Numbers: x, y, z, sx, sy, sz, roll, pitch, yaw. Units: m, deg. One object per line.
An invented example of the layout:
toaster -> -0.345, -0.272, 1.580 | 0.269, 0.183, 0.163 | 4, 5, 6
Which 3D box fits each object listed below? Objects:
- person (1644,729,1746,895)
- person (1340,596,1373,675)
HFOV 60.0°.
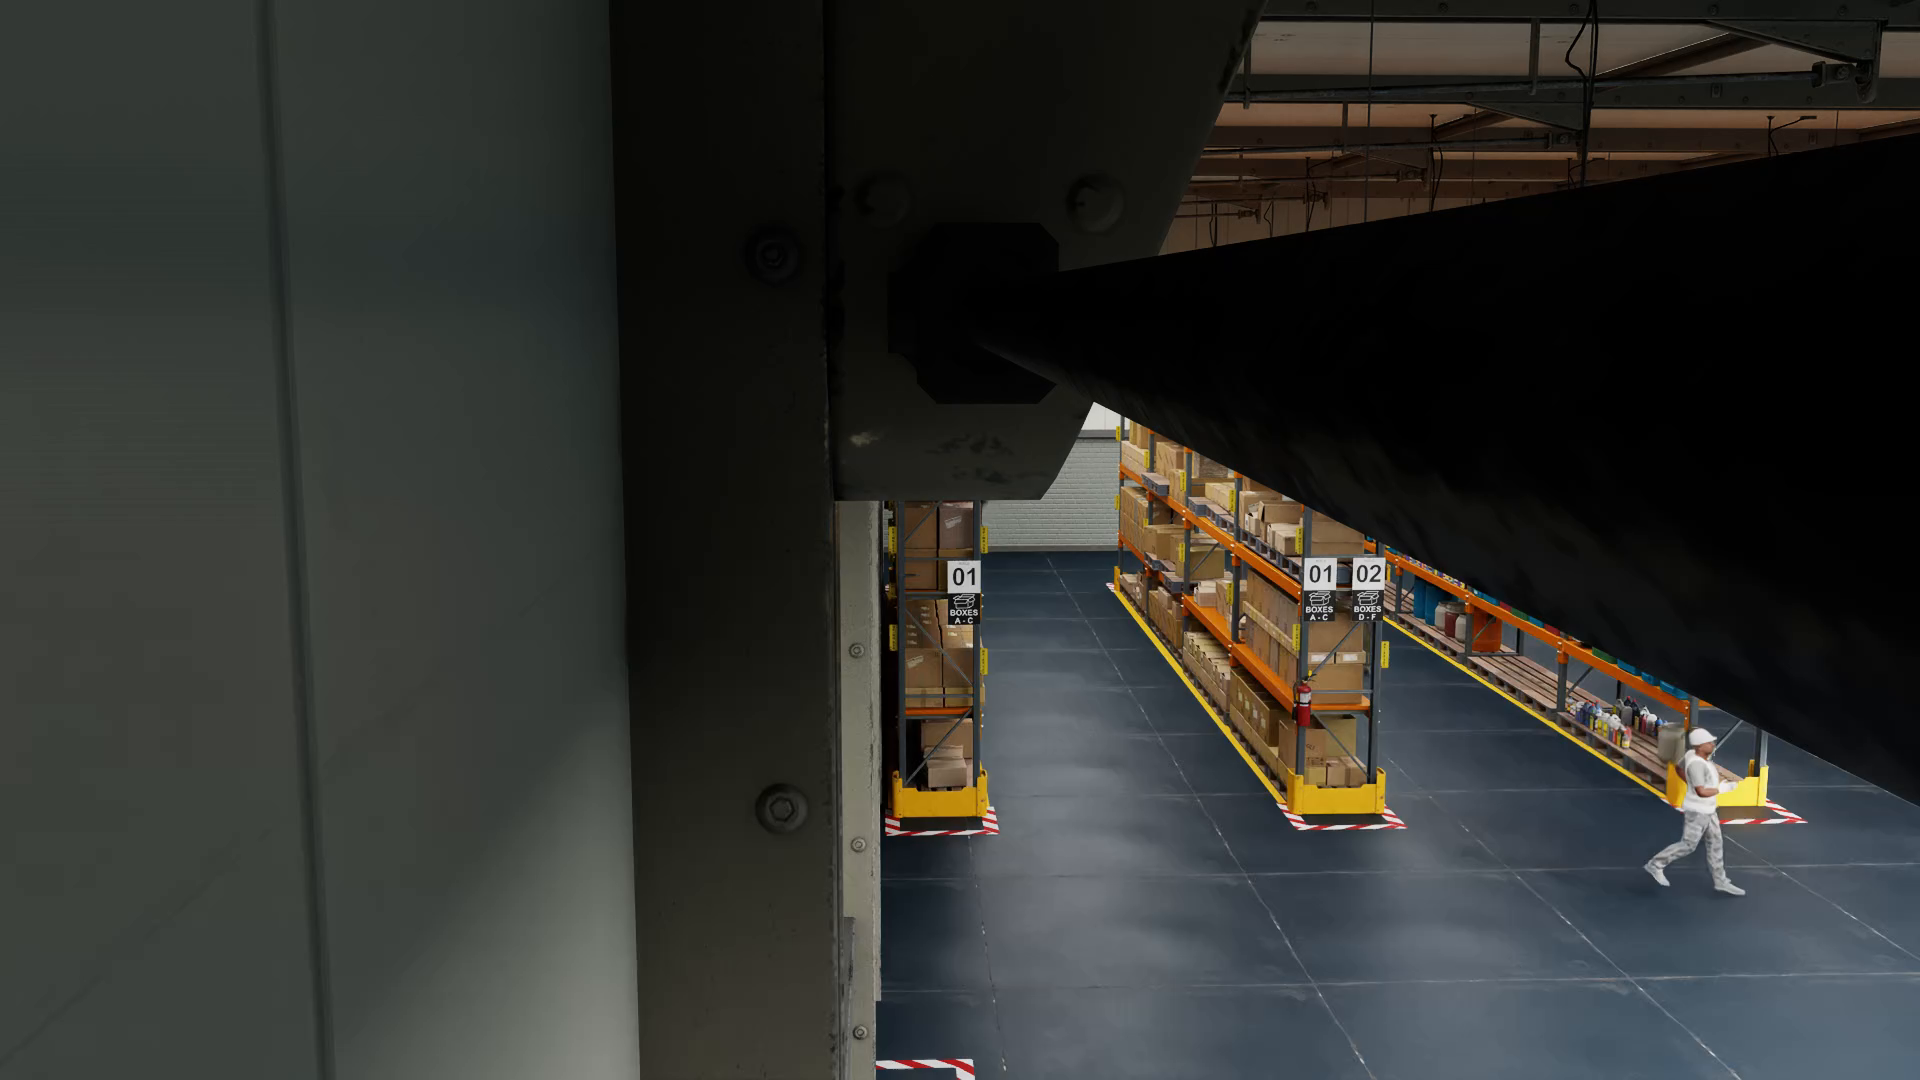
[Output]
person -> 7.885, 2.879, 17.739 | 0.996, 1.767, 0.688 | 5, 9, 29
person -> 6.827, 1.356, 28.354 | 0.710, 1.736, 1.153 | -1, 8, -7
